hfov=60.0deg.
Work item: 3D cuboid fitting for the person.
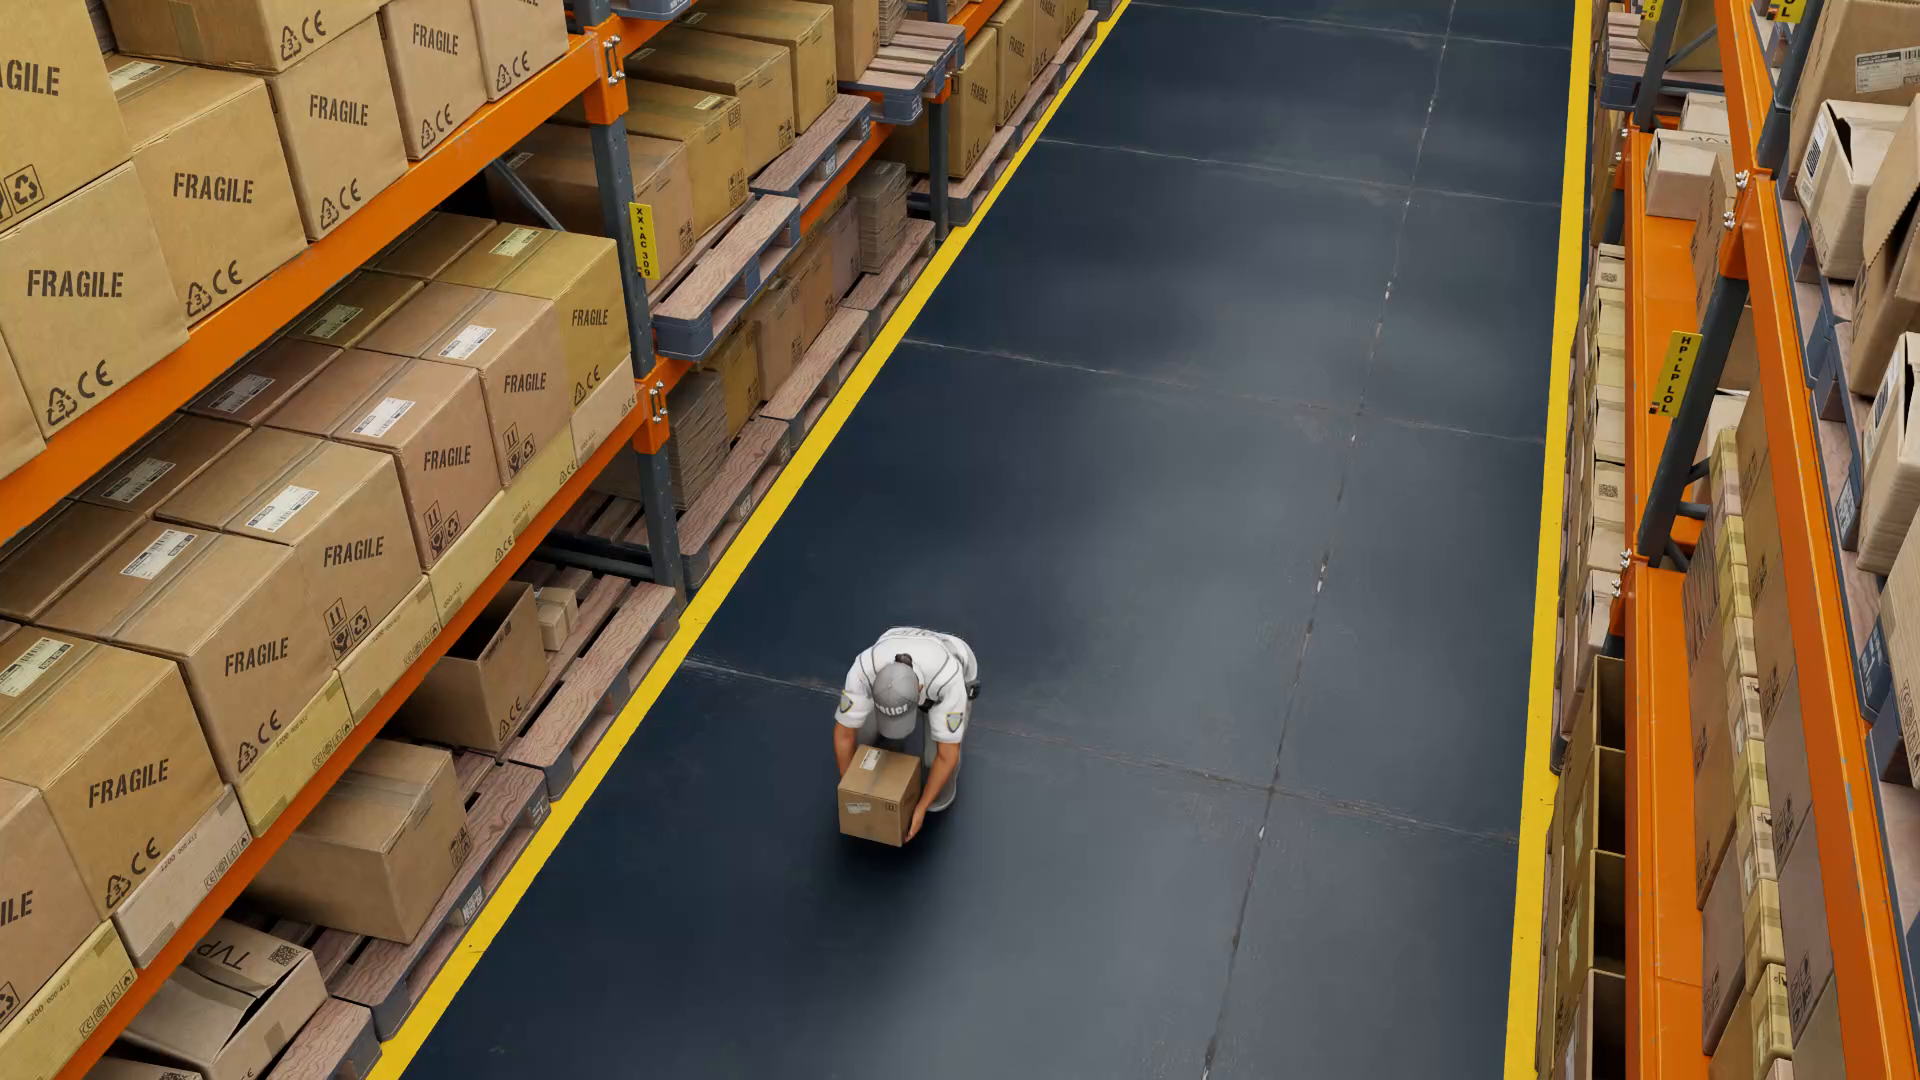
[{"bbox_3d":[-0.202,0.680,6.611,0.536,0.930,0.852,11,39,14],"label":"person"}]
